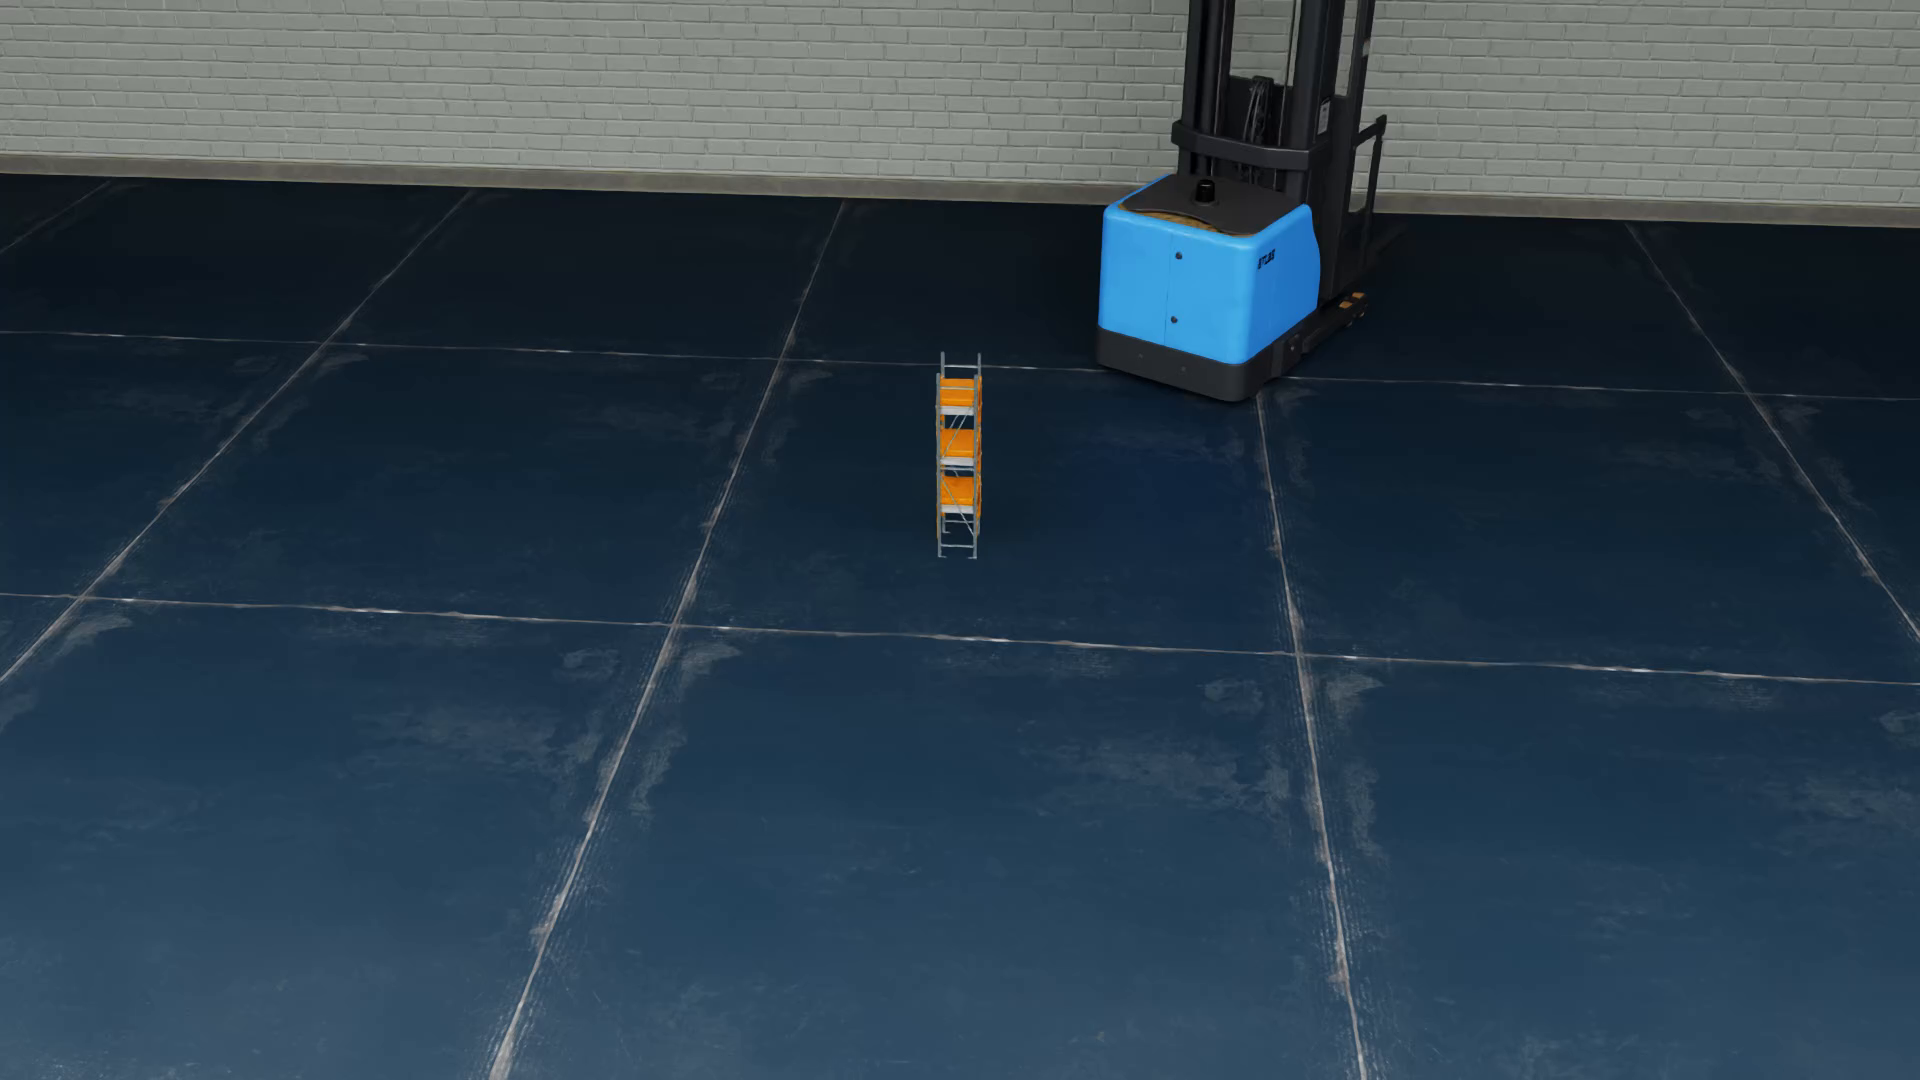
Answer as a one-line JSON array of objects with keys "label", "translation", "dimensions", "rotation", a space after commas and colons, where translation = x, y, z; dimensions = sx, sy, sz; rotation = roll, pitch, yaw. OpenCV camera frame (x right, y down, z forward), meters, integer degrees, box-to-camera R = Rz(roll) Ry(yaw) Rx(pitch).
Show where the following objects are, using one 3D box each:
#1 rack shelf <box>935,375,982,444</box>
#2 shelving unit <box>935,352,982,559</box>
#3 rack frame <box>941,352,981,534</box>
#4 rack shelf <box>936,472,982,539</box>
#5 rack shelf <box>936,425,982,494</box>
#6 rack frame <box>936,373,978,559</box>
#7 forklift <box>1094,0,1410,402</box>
[{"label": "rack shelf", "translation": [-0.004, -0.652, 8.286], "dimensions": [0.215, 0.259, 0.240], "rotation": [2, 32, 4]}, {"label": "shelving unit", "translation": [-0.004, -0.419, 8.429], "dimensions": [0.215, 1.050, 0.252], "rotation": [2, 32, 4]}, {"label": "rack frame", "translation": [0.006, -0.483, 8.533], "dimensions": [0.200, 1.050, 0.008], "rotation": [2, 32, 4]}, {"label": "rack shelf", "translation": [-0.004, -0.173, 8.581], "dimensions": [0.215, 0.259, 0.240], "rotation": [2, 32, 4]}, {"label": "rack shelf", "translation": [-0.004, -0.410, 8.435], "dimensions": [0.215, 0.259, 0.240], "rotation": [2, 32, 4]}, {"label": "rack frame", "translation": [-0.014, -0.355, 8.326], "dimensions": [0.200, 1.050, 0.008], "rotation": [2, 32, 4]}, {"label": "forklift", "translation": [2.106, -2.799, 10.499], "dimensions": [1.130, 2.935, 3.031], "rotation": [20, 37, 30]}]
